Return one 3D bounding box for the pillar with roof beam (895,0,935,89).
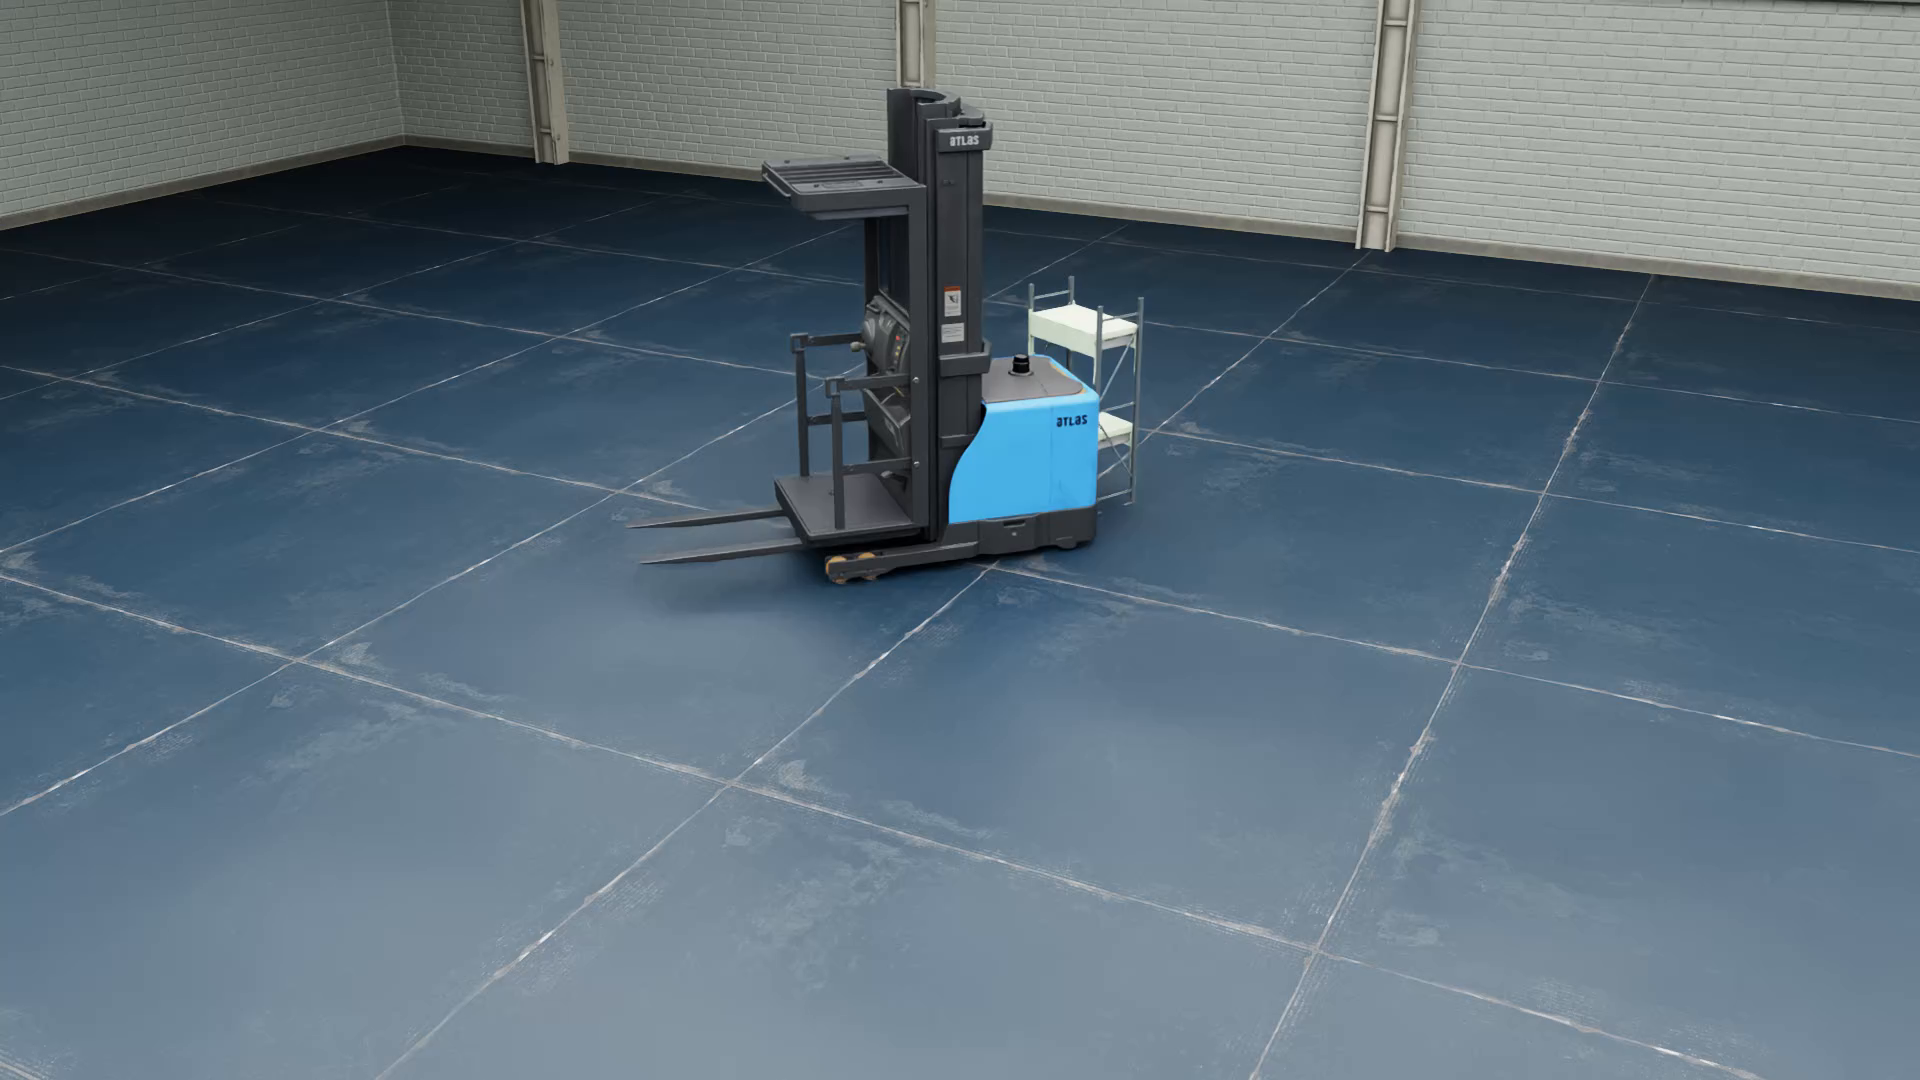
[{"bbox_3d":[-2.503,-7.074,16.385,0.400,9.000,9.100,11,25,25],"label":"pillar with roof beam"}]

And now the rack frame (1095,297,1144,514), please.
[{"bbox_3d":[1.081,-0.910,11.474,0.400,1.500,0.023,-16,28,-33],"label":"rack frame"}]

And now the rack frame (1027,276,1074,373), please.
[{"bbox_3d":[0.645,-1.141,12.015,0.400,1.500,0.023,-16,28,-33],"label":"rack frame"}]

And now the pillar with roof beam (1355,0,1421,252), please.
[{"bbox_3d":[2.851,-6.014,13.893,0.400,9.000,9.100,11,25,25],"label":"pillar with roof beam"}]

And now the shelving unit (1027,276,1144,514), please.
[{"bbox_3d":[0.863,-1.026,11.745,0.431,1.500,0.755,-16,28,-33],"label":"shelving unit"}]

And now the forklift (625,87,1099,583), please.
[{"bbox_3d":[-0.657,-1.305,10.574,3.031,2.935,1.130,-7,24,-16],"label":"forklift"}]

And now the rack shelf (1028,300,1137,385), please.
[{"bbox_3d":[0.864,-1.385,11.592,0.431,0.370,0.720,-16,28,-33],"label":"rack shelf"}]

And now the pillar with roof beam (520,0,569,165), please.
[{"bbox_3d":[-7.858,-8.133,18.876,0.400,9.000,9.100,11,25,25],"label":"pillar with roof beam"}]

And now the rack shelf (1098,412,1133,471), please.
[{"bbox_3d":[0.863,-0.725,11.872,0.431,0.370,0.720,-16,28,-33],"label":"rack shelf"}]
